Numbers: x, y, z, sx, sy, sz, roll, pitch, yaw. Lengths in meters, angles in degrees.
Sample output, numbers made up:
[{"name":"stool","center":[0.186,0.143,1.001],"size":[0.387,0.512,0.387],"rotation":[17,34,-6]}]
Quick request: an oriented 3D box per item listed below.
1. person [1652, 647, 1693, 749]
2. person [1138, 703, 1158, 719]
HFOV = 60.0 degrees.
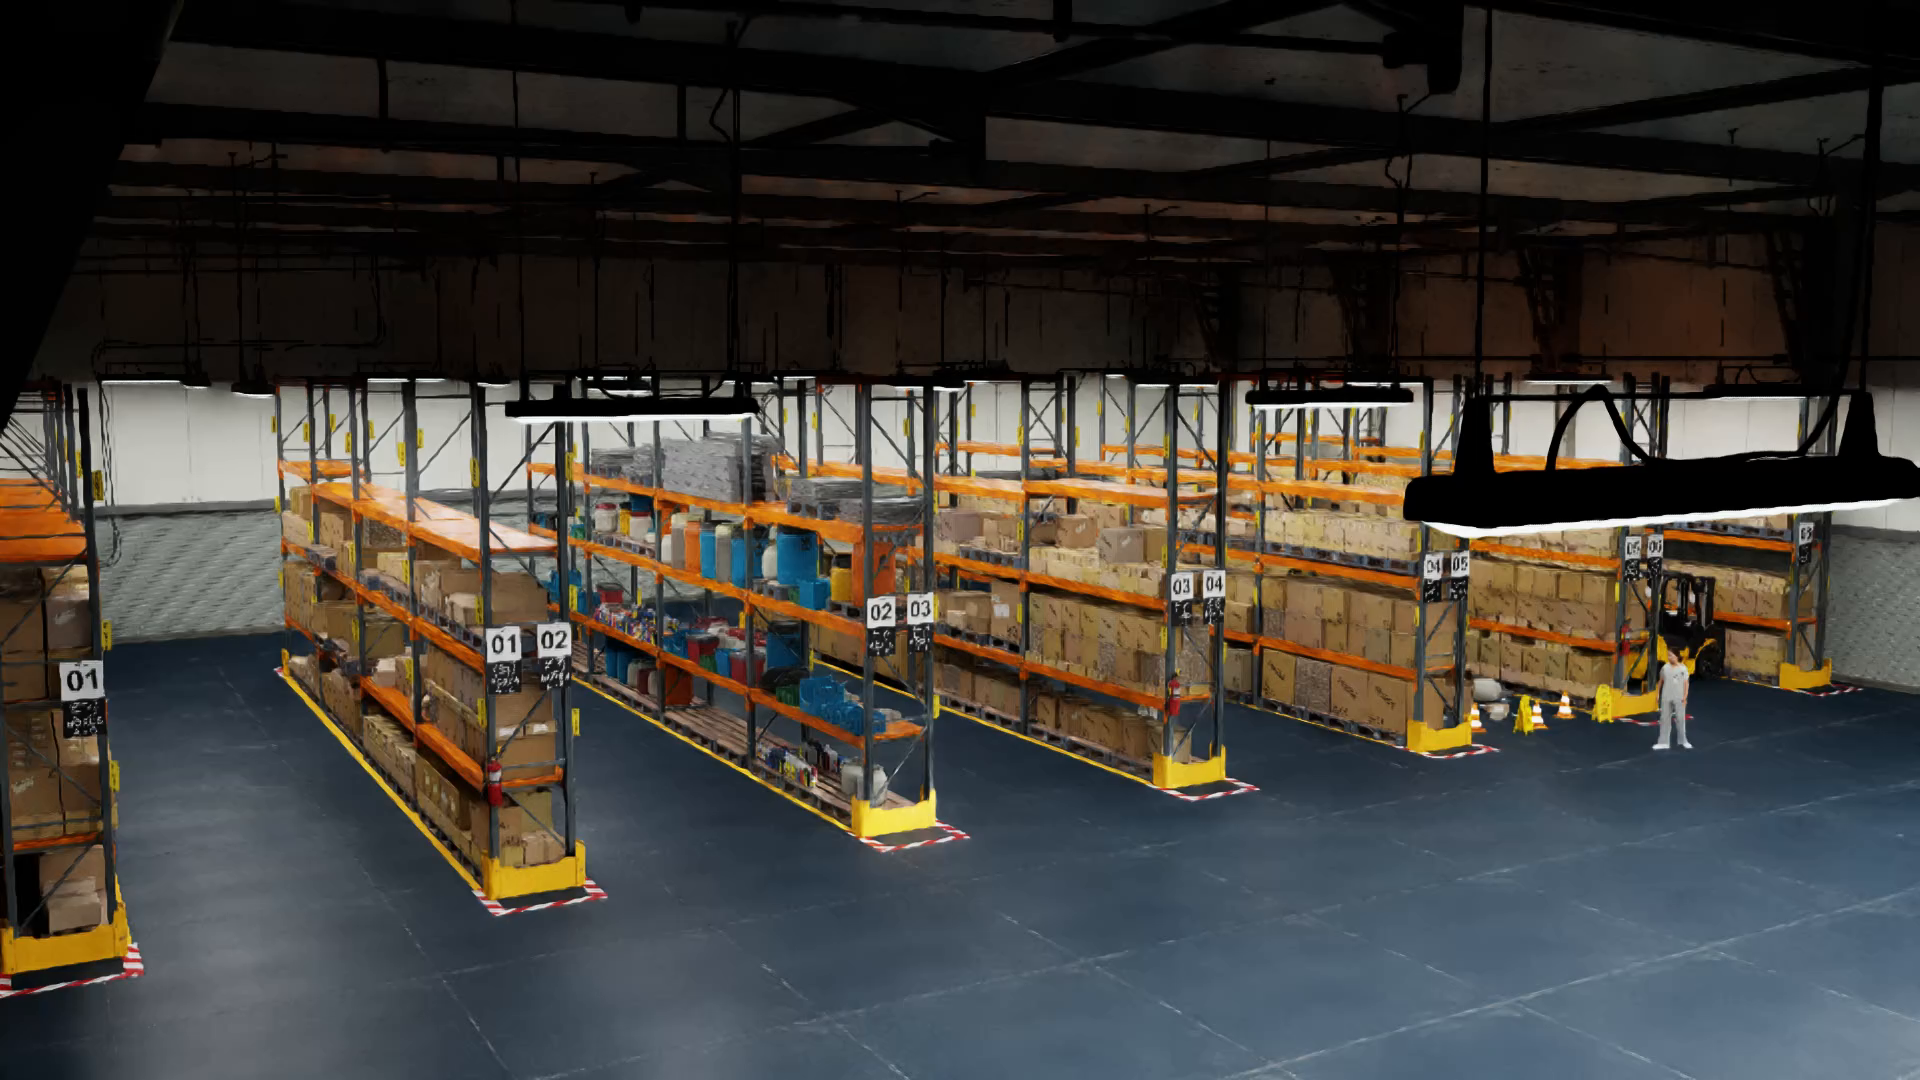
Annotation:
[{"name":"person","center":[11.603,2.557,26.991],"size":[0.572,1.674,0.551],"rotation":[5,8,38]},{"name":"person","center":[3.233,2.352,28.075],"size":[0.625,1.794,0.468],"rotation":[4,8,35]}]
